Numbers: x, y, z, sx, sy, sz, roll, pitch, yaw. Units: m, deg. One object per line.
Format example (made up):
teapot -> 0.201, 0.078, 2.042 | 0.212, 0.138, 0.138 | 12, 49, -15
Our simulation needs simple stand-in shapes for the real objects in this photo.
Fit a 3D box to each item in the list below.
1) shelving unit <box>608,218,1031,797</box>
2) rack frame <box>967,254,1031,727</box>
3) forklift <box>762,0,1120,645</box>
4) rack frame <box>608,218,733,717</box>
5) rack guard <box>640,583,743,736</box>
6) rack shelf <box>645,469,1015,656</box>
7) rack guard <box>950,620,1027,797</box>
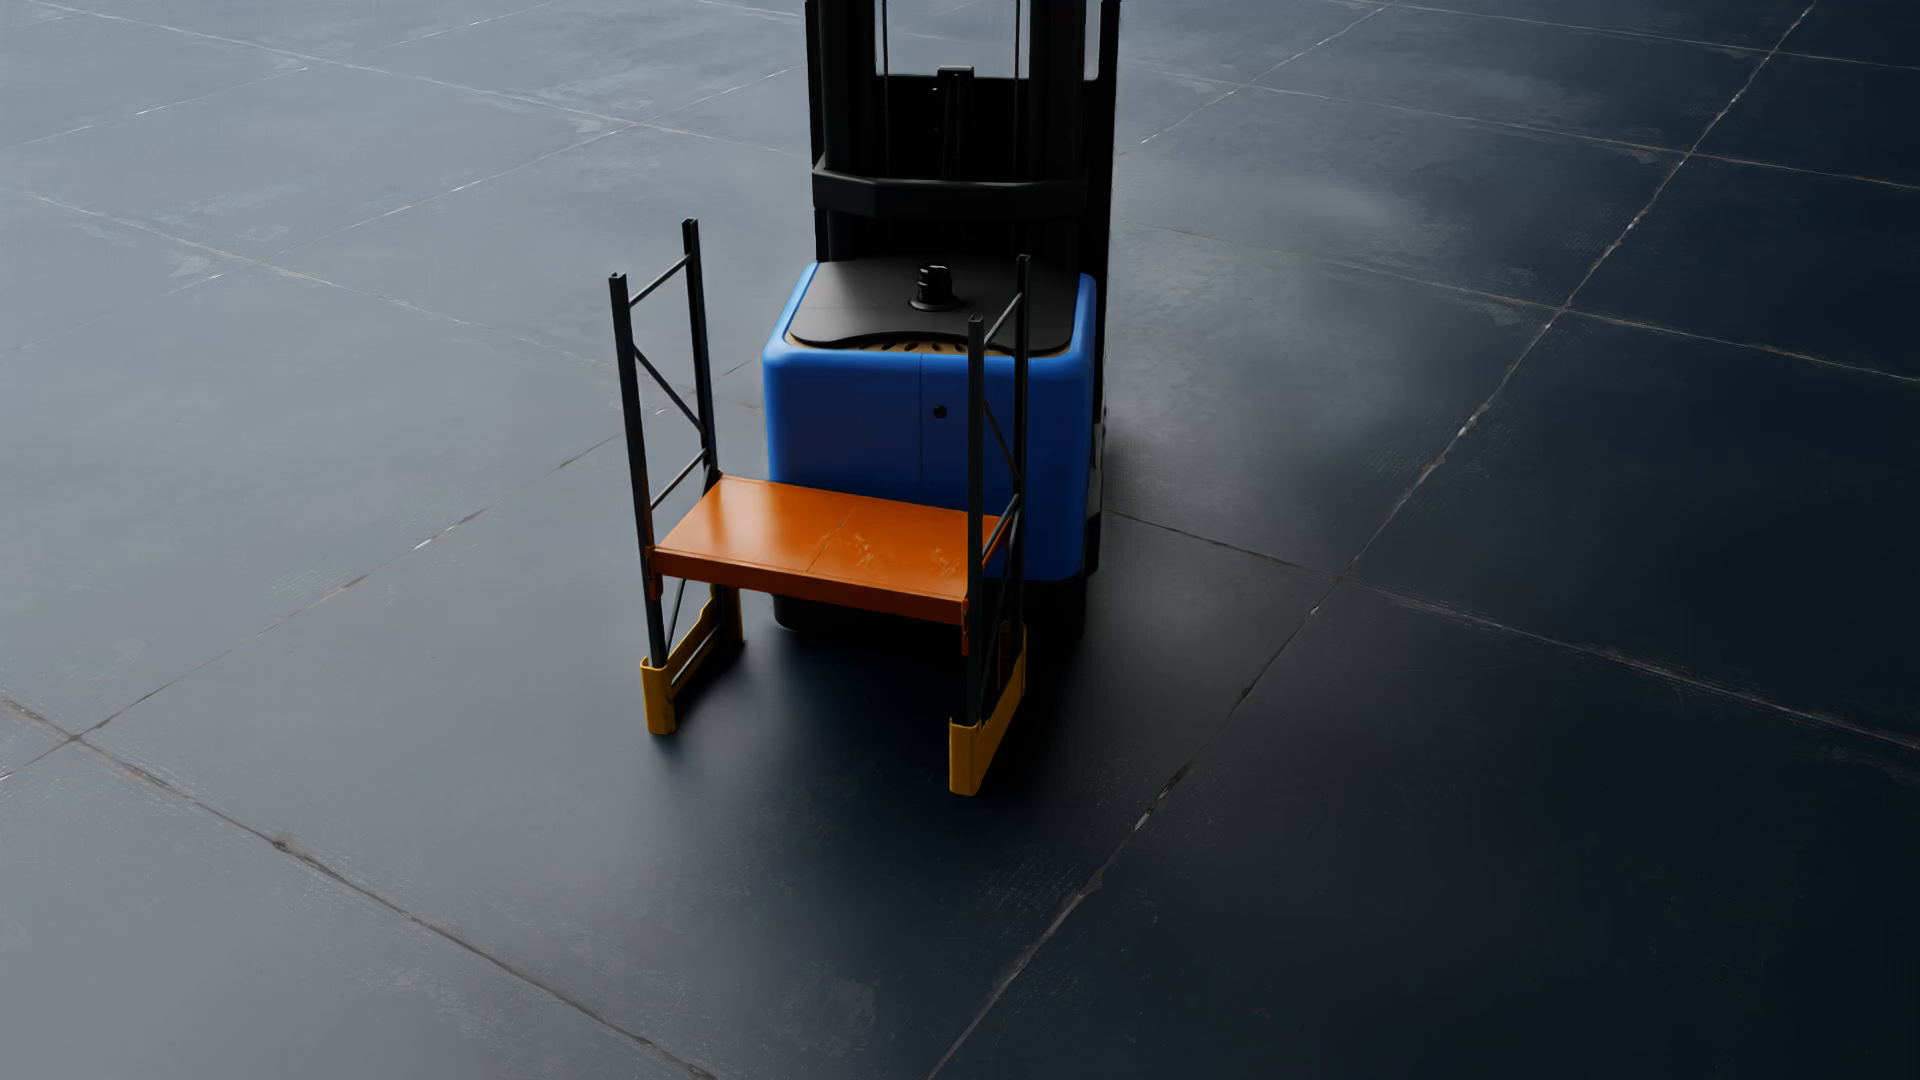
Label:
shelving unit -> -0.385, -0.105, 4.942 | 1.083, 1.500, 0.587 | 9, 31, 15
rack frame -> 0.109, -0.027, 4.808 | 0.032, 1.500, 0.500 | 9, 31, 15
forklift -> 0.033, -1.636, 6.146 | 1.130, 2.935, 3.031 | 3, 30, 5
rack frame -> -0.861, -0.180, 5.070 | 0.032, 1.500, 0.500 | 9, 31, 15
rack guard -> -0.860, 0.360, 5.385 | 0.087, 0.250, 0.587 | 9, 31, 15
rack shelf -> -0.376, 0.052, 5.030 | 1.000, 0.185, 0.538 | 9, 31, 15
rack guard -> 0.091, 0.510, 5.128 | 0.087, 0.250, 0.587 | 9, 31, 15
